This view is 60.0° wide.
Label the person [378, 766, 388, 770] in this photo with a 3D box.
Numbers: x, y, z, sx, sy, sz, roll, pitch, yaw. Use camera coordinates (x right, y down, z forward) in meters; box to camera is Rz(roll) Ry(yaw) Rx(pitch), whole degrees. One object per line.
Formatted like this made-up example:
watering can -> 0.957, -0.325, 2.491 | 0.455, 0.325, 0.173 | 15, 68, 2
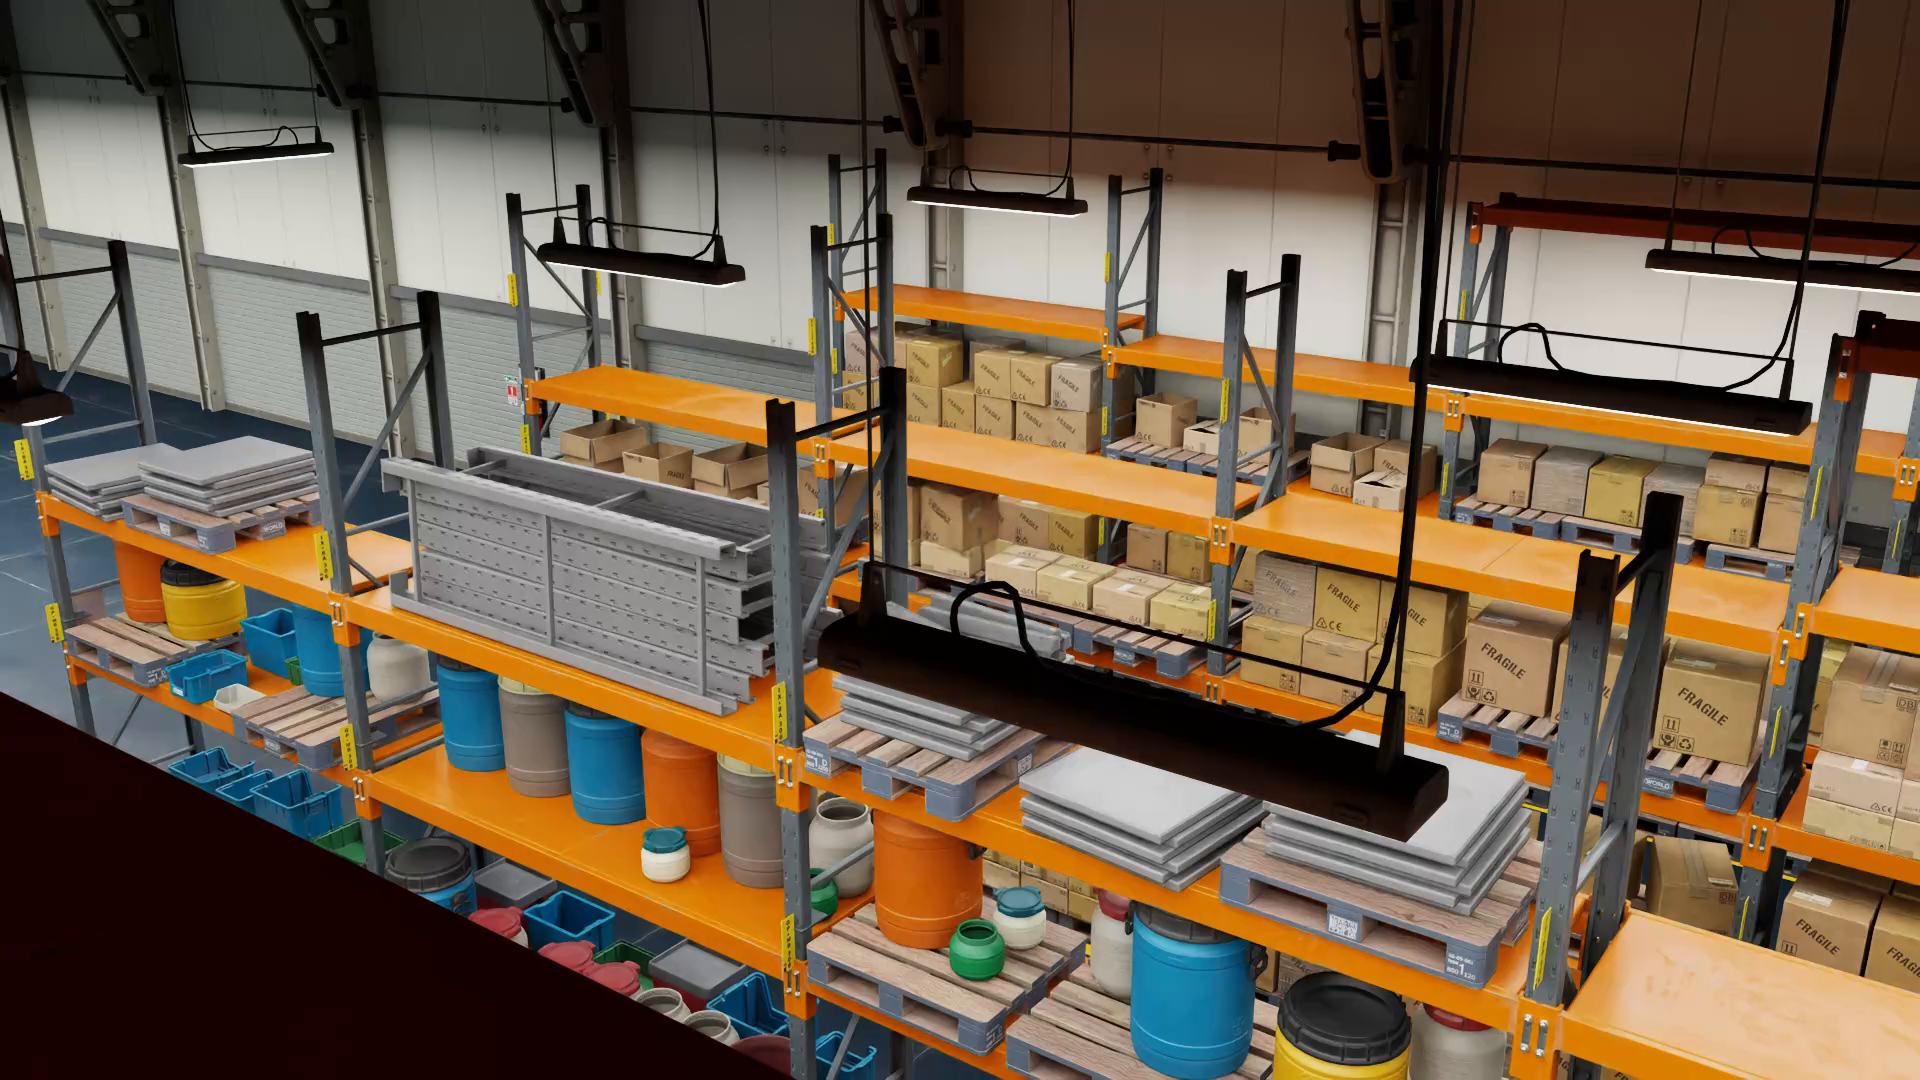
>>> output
person -> -6.347, 1.510, 17.780 | 0.621, 1.744, 0.985 | -7, 20, -20
